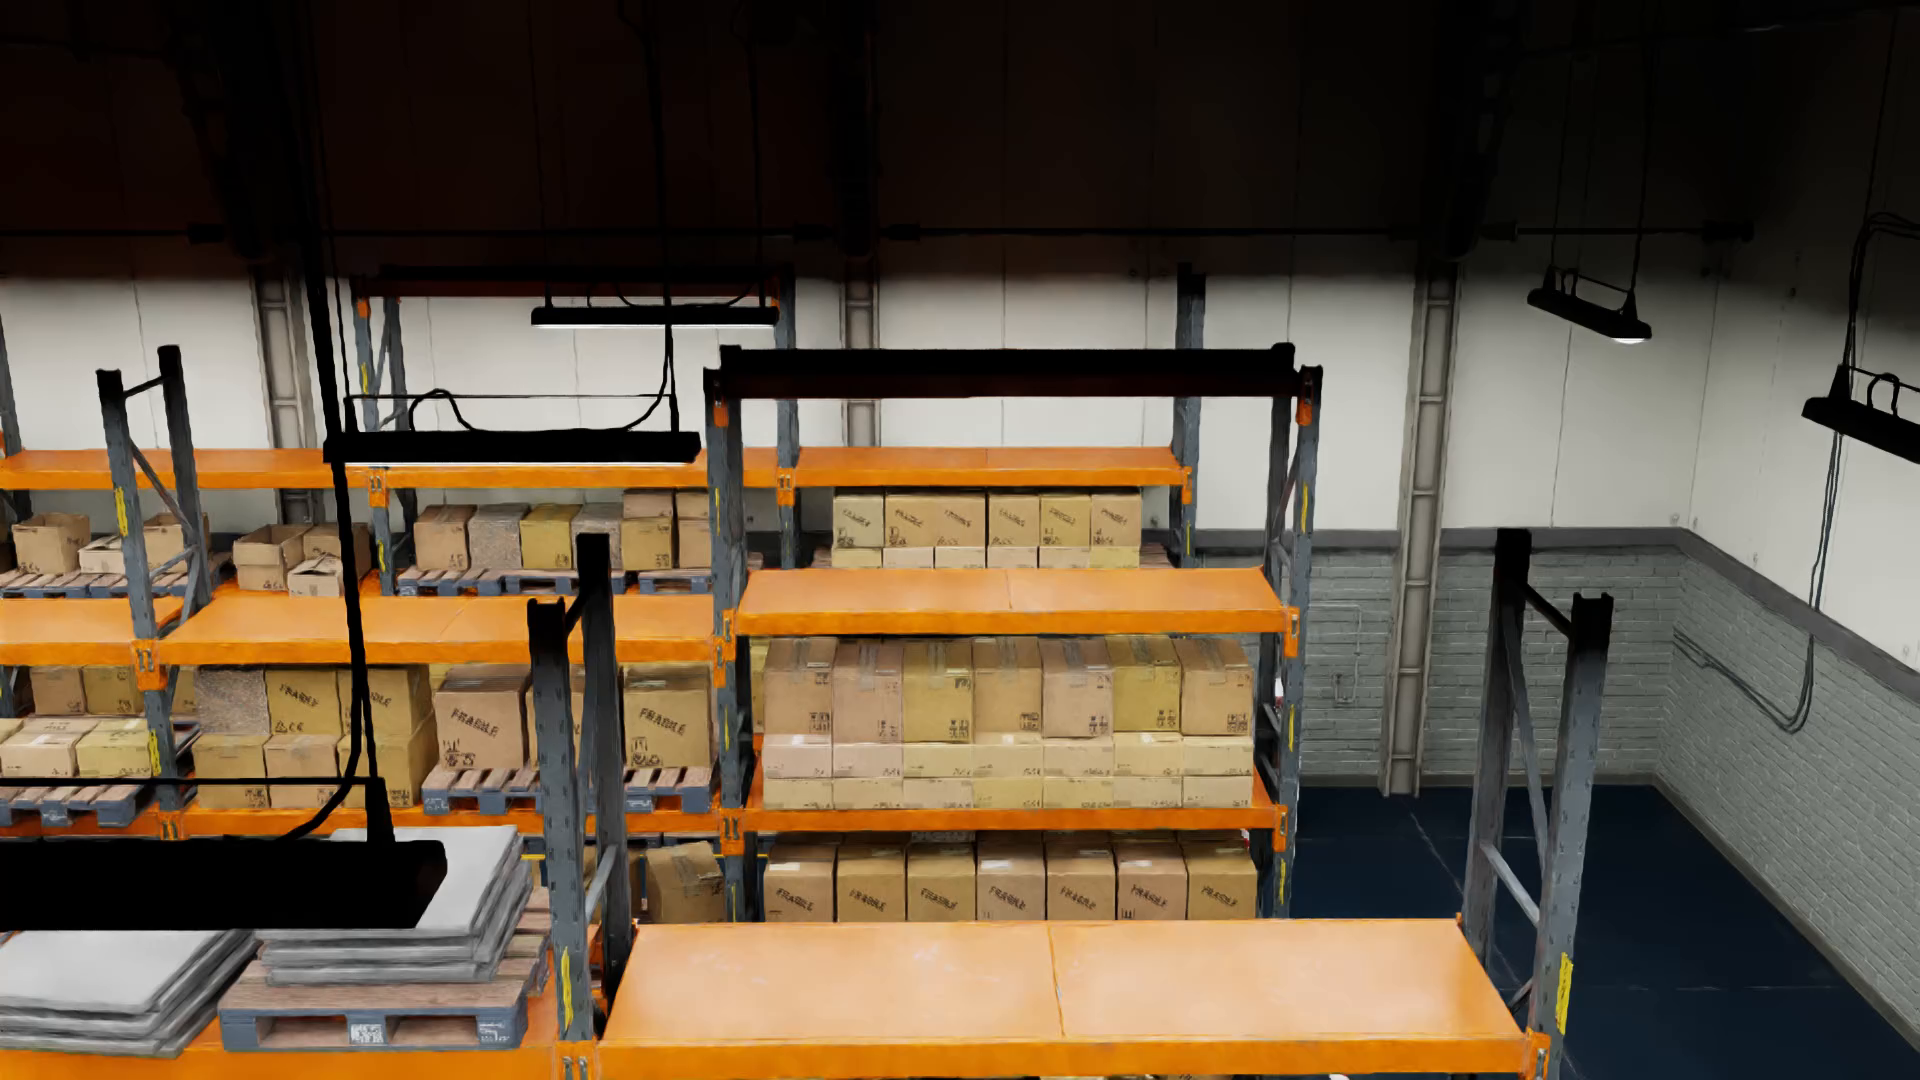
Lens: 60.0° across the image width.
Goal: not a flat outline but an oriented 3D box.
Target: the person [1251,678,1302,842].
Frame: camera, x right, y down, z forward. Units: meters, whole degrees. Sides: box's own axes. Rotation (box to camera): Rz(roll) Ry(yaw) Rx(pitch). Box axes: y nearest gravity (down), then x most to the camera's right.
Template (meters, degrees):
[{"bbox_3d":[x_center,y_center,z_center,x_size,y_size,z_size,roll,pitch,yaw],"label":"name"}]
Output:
[{"bbox_3d":[3.303,2.291,17.548,0.552,1.779,0.517,11,20,34],"label":"person"}]
